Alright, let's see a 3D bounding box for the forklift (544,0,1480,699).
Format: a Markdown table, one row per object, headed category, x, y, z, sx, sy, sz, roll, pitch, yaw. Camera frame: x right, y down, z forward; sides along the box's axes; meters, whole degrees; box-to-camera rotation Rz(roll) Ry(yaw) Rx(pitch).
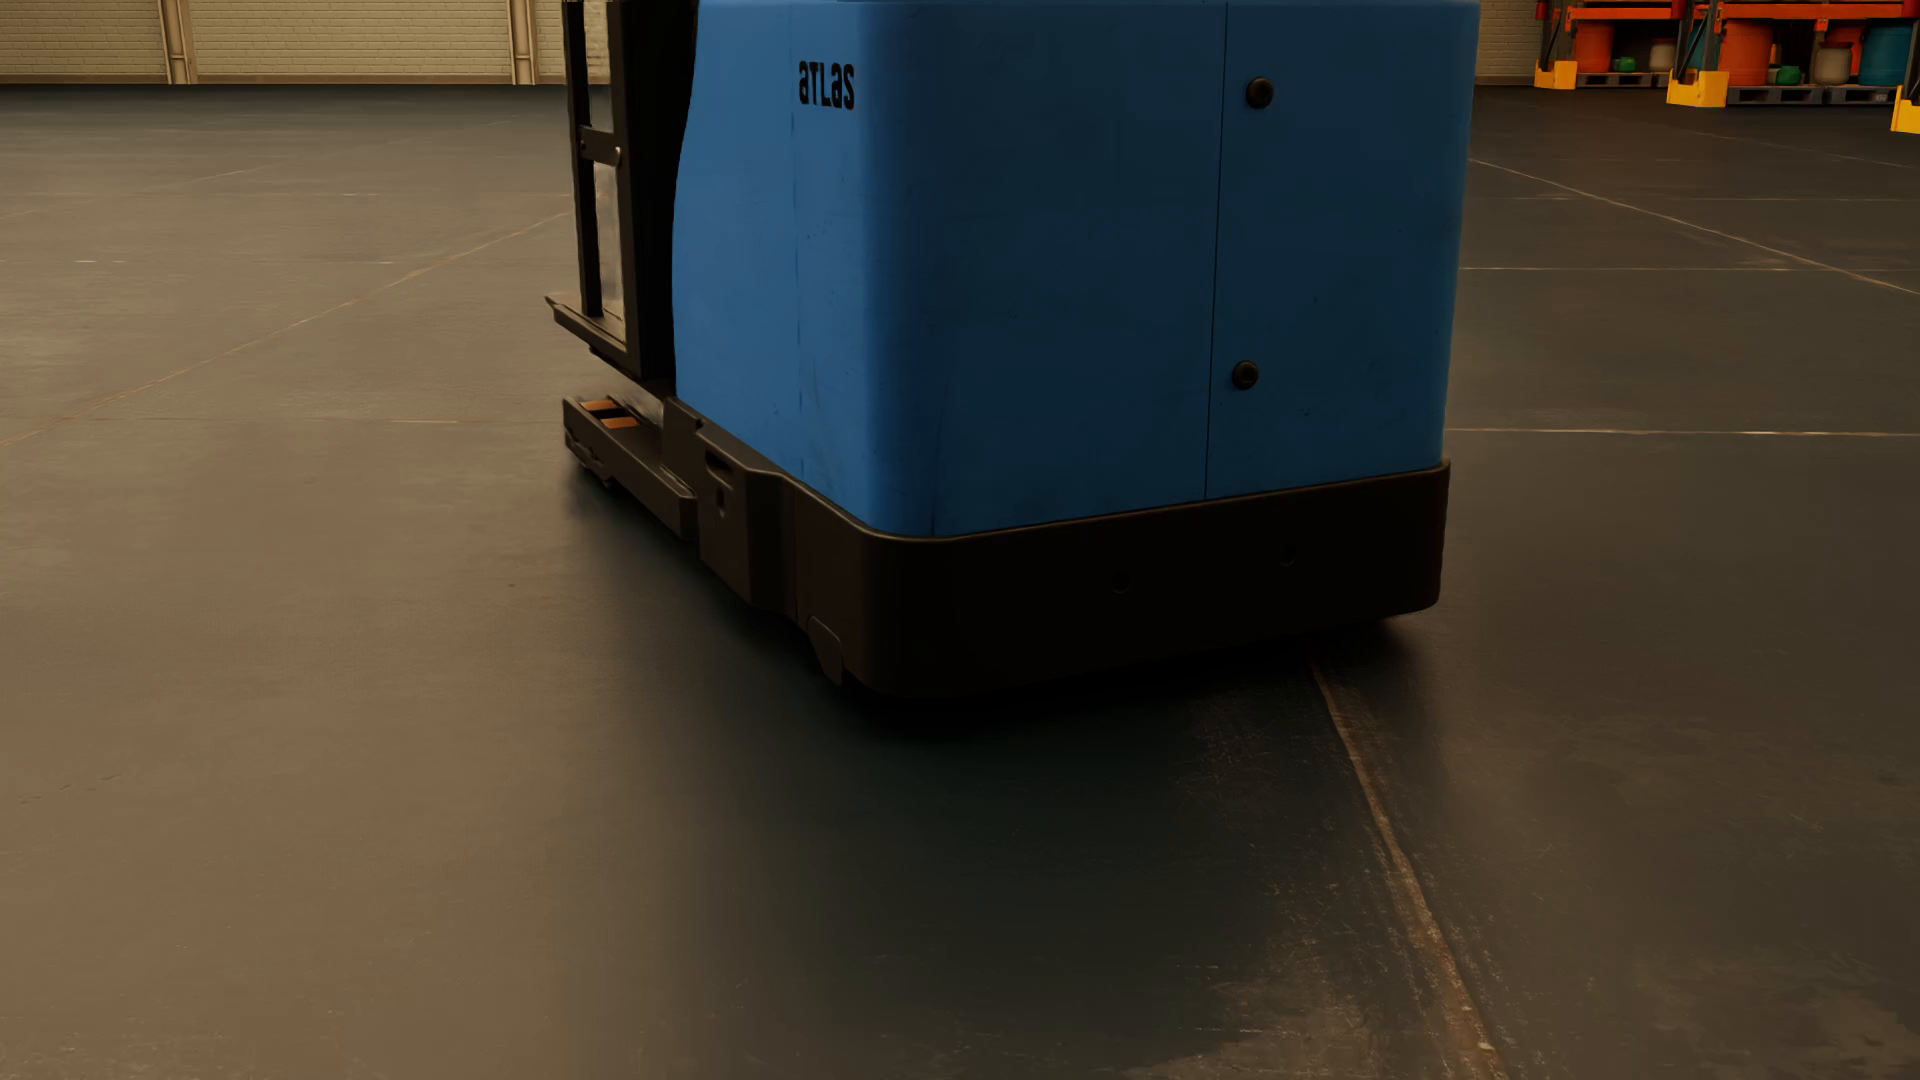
| category | x | y | z | sx | sy | sz | roll | pitch | yaw |
| --- | --- | --- | --- | --- | --- | --- | --- | --- | --- |
| forklift | -0.282 | -1.563 | 3.462 | 1.130 | 2.935 | 3.031 | -8 | 19 | -24 |
